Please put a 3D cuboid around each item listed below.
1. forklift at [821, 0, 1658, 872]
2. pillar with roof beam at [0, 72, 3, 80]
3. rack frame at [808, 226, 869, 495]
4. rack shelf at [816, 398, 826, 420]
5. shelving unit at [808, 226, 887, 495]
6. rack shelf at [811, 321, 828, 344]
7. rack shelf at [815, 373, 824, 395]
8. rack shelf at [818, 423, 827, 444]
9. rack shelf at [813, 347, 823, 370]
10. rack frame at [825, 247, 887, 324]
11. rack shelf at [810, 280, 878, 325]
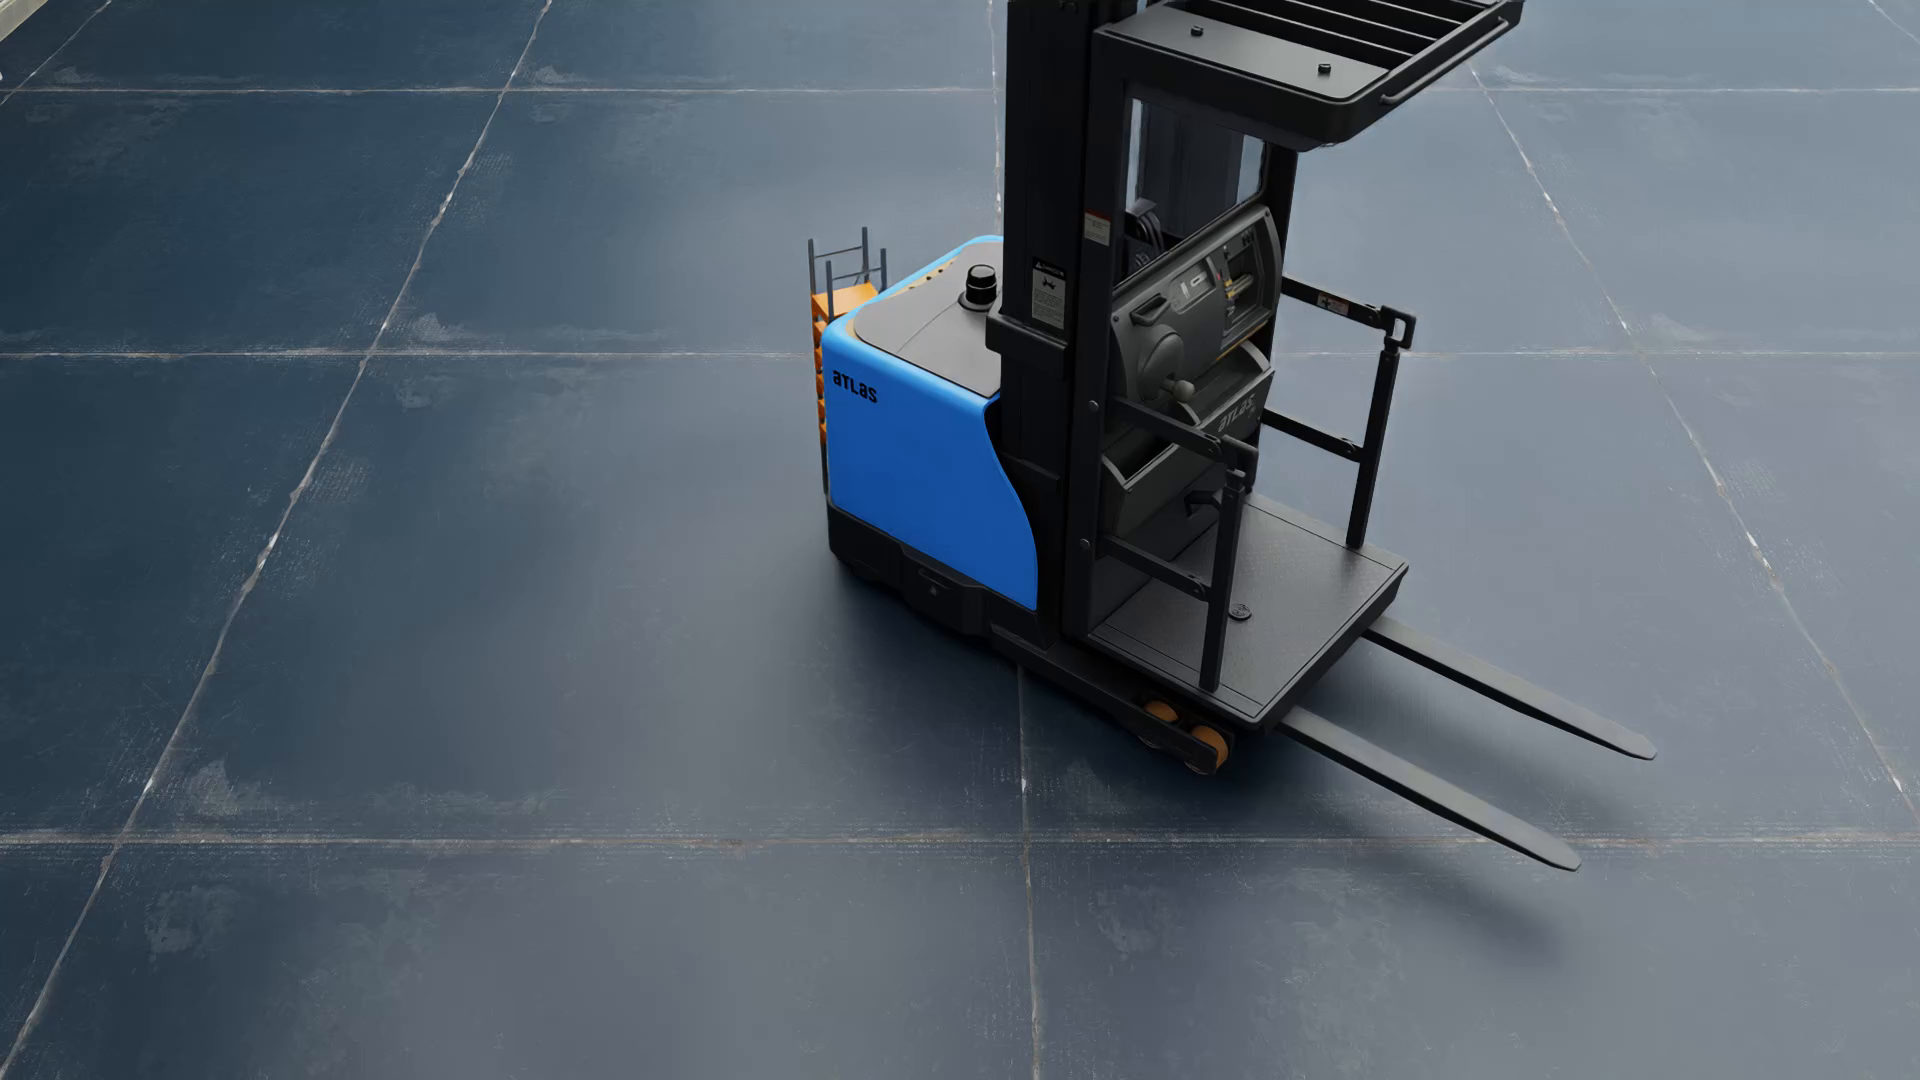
[{"bbox_3d":[0.939,-0.713,5.296,3.031,2.935,1.130,27,46,30],"label":"forklift"},{"bbox_3d":[-1.798,-6.266,7.374,9.100,9.000,0.400,0,39,0],"label":"pillar with roof beam"},{"bbox_3d":[-0.463,-0.691,6.653,0.240,1.200,0.006,-16,41,-19],"label":"rack frame"},{"bbox_3d":[-0.424,-0.511,6.691,0.258,0.103,0.180,-16,41,-19],"label":"rack shelf"},{"bbox_3d":[-0.424,-0.639,6.588,0.258,1.200,0.189,-16,41,-19],"label":"shelving unit"},{"bbox_3d":[-0.424,-0.792,6.466,0.258,0.103,0.180,-16,41,-19],"label":"rack shelf"},{"bbox_3d":[-0.424,-0.605,6.616,0.258,0.103,0.180,-16,41,-19],"label":"rack shelf"},{"bbox_3d":[-0.424,-0.417,6.766,0.258,0.103,0.180,-16,41,-19],"label":"rack shelf"},{"bbox_3d":[-0.424,-0.698,6.541,0.258,0.103,0.180,-16,41,-19],"label":"rack shelf"},{"bbox_3d":[-0.385,-0.588,6.524,0.240,1.200,0.006,-16,41,-19],"label":"rack frame"},{"bbox_3d":[-0.424,-0.886,6.391,0.258,0.103,0.180,-16,41,-19],"label":"rack shelf"}]
